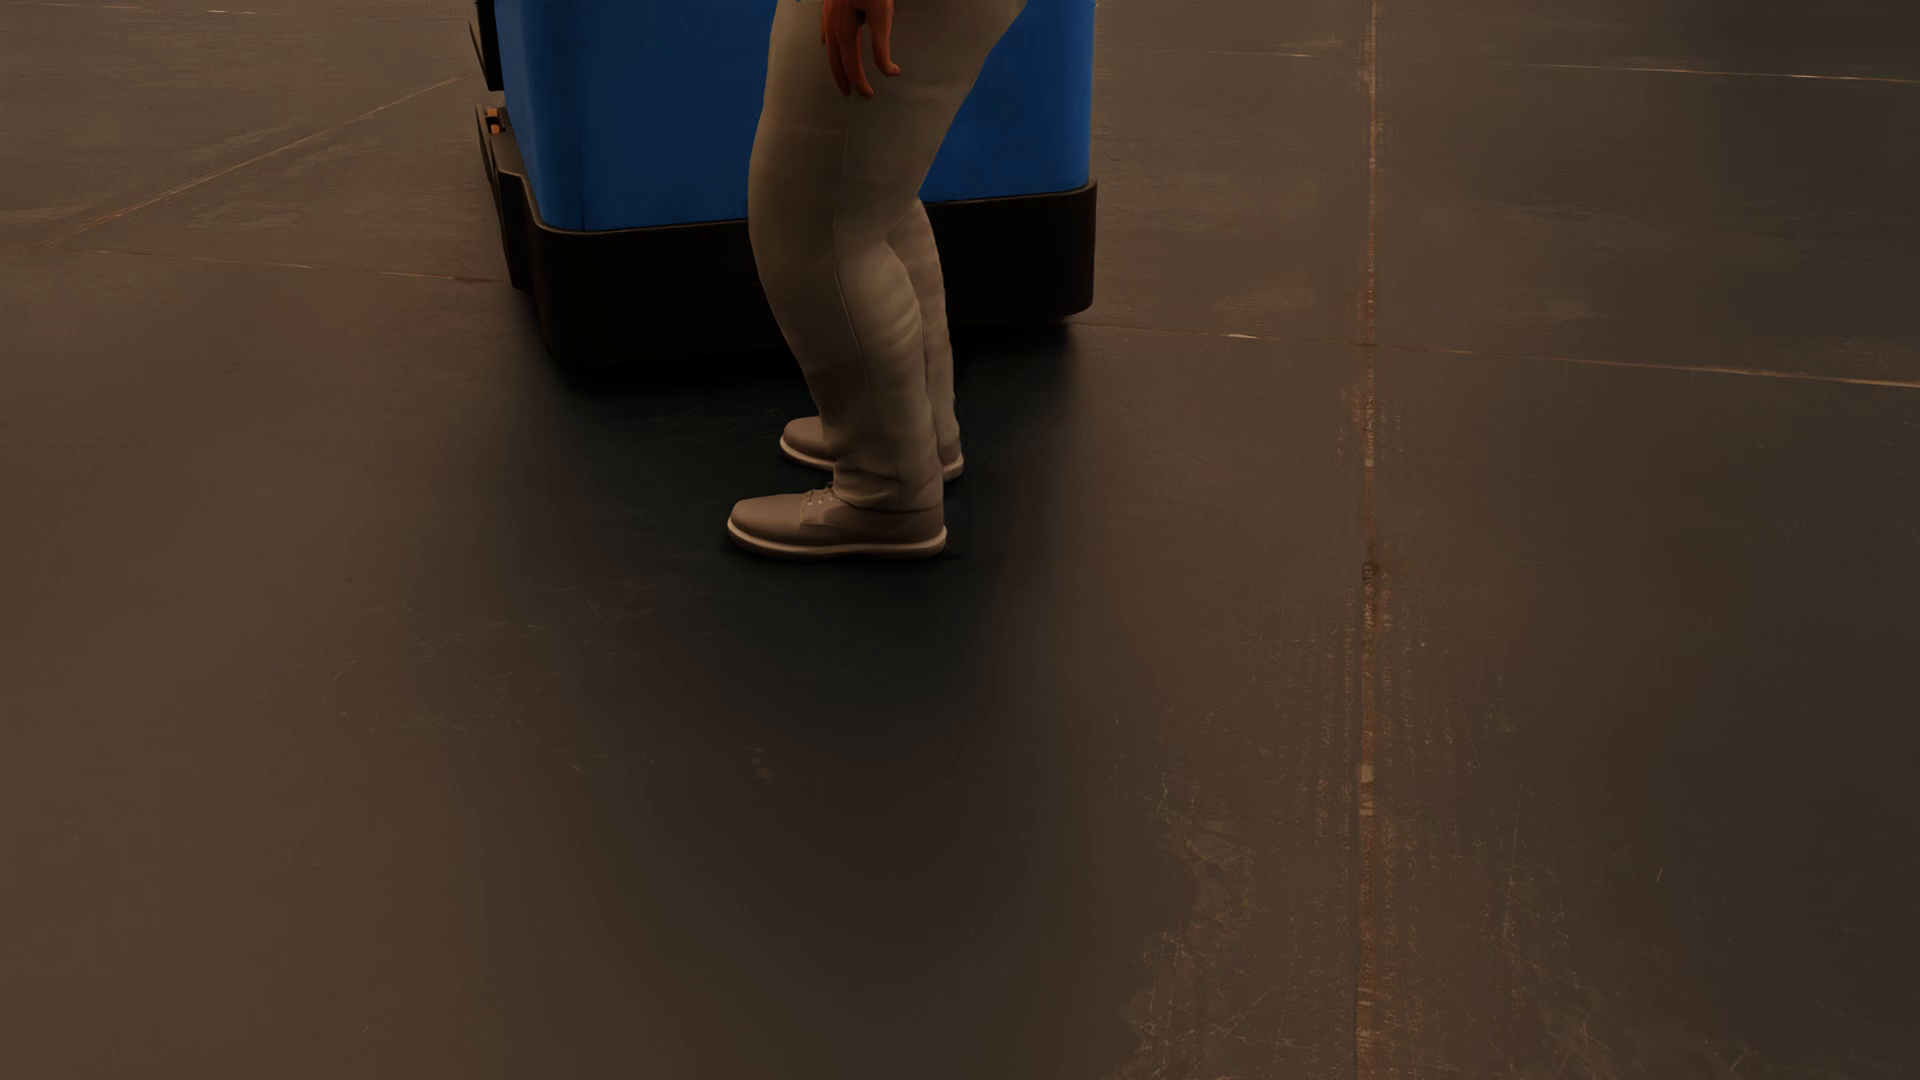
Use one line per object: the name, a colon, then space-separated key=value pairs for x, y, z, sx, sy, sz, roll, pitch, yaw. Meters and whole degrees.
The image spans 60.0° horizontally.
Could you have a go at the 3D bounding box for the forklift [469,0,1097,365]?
forklift: x=-0.666 y=-2.264 z=3.734 sx=1.130 sy=2.935 sz=3.031 roll=-8 pitch=28 yaw=-16

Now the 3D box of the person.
person: x=-0.104 y=-0.800 z=2.139 sx=0.485 sy=1.757 sz=0.691 roll=4 pitch=27 yaw=9
